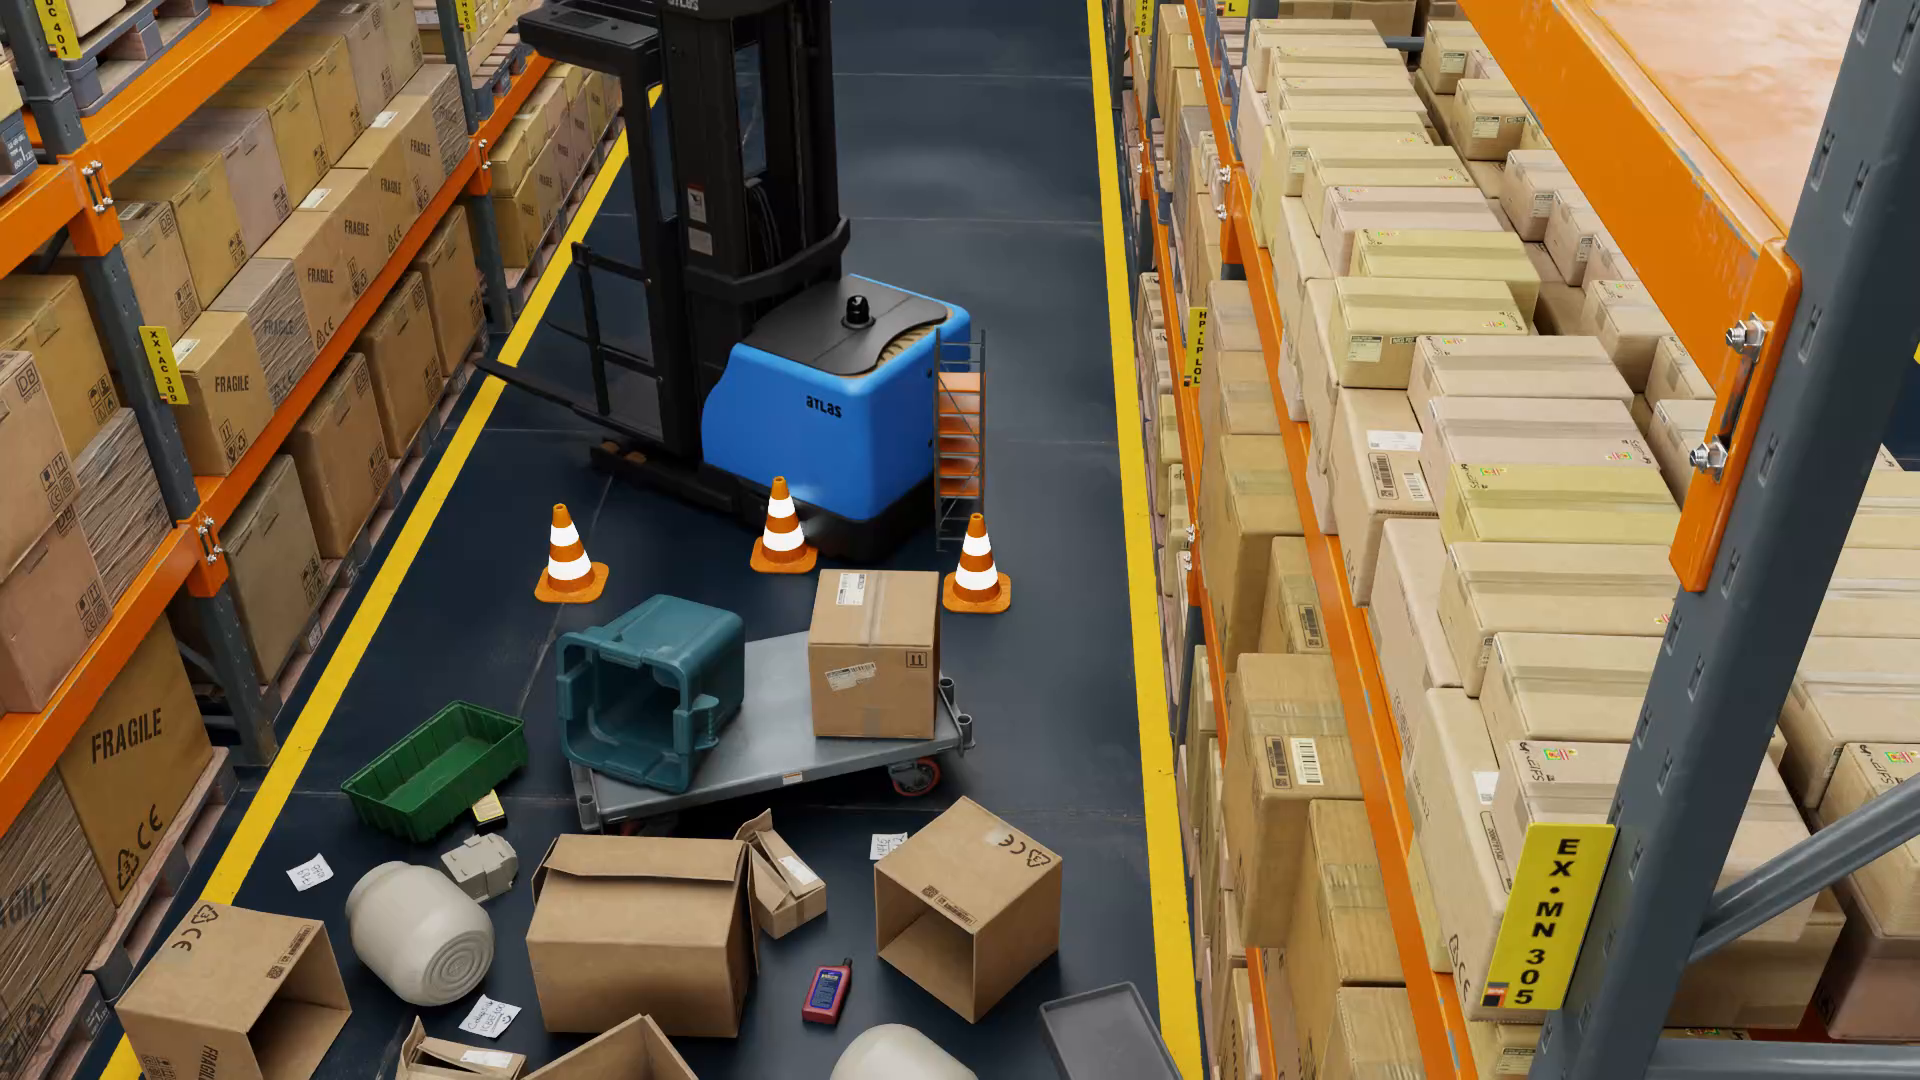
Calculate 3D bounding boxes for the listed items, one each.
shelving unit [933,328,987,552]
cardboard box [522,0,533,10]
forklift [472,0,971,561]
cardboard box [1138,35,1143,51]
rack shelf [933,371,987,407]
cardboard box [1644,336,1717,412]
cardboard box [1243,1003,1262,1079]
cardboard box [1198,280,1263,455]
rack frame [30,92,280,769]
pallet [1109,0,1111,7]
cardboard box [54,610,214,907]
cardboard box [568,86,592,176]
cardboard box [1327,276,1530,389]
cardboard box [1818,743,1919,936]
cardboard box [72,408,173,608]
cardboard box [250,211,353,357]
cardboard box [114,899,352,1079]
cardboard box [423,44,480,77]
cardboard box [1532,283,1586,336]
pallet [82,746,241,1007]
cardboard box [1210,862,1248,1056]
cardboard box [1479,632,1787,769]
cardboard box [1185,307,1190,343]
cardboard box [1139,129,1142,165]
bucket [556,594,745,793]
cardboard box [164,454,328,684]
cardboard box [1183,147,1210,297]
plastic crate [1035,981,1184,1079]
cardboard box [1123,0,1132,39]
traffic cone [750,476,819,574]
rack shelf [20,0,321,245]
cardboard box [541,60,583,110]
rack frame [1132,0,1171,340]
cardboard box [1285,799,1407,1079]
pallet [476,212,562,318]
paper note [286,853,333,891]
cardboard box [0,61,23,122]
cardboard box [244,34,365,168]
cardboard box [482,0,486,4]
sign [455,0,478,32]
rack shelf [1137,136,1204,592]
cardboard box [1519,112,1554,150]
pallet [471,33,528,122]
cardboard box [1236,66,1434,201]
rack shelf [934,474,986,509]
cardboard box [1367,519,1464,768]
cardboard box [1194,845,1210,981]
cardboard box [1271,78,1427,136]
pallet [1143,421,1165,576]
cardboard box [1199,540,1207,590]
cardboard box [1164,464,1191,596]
[{"bbox_3d":[-0.001,-0.483,8.339,0.258,1.200,0.189,1,35,2],"label":"shelving unit"},{"bbox_3d":[-3.085,-3.655,11.141,0.380,0.149,0.250,2,35,3],"label":"cardboard box"},{"bbox_3d":[-1.438,-1.744,8.629,3.031,2.935,1.130,21,40,27],"label":"forklift"},{"bbox_3d":[1.377,-3.237,10.389,0.500,0.250,0.500,0,35,1],"label":"cardboard box"},{"bbox_3d":[-0.001,-0.741,8.157,0.258,0.103,0.180,1,35,2],"label":"rack shelf"},{"bbox_3d":[1.648,-0.292,3.419,0.380,0.149,0.250,2,35,3],"label":"cardboard box"},{"bbox_3d":[1.018,1.487,4.780,0.380,0.149,0.250,3,35,4],"label":"cardboard box"},{"bbox_3d":[1.199,-0.541,5.642,0.700,0.500,0.500,1,35,1],"label":"cardboard box"},{"bbox_3d":[-3.517,-0.273,6.476,1.000,3.000,0.127,1,35,2],"label":"rack frame"},{"bbox_3d":[1.962,-5.509,16.352,1.003,0.211,1.213,1,35,2],"label":"pallet"},{"bbox_3d":[-3.612,0.784,6.454,0.875,0.875,0.875,2,35,3],"label":"cardboard box"},{"bbox_3d":[-3.019,-2.998,12.162,0.500,0.500,0.500,1,35,1],"label":"cardboard box"},{"bbox_3d":[1.019,-0.453,3.647,0.380,0.149,0.250,2,35,3],"label":"cardboard box"},{"bbox_3d":[1.491,0.431,2.390,0.380,0.149,0.250,1,35,2],"label":"cardboard box"},{"bbox_3d":[-3.519,-0.123,6.131,0.875,0.550,0.550,1,35,2],"label":"cardboard box"},{"bbox_3d":[-3.184,-1.188,7.690,0.500,0.500,0.500,1,35,2],"label":"cardboard box"},{"bbox_3d":[-2.554,1.664,5.891,0.500,0.500,0.500,7,36,10],"label":"cardboard box"},{"bbox_3d":[-3.136,-2.893,10.057,0.380,0.149,0.250,1,35,1],"label":"cardboard box"},{"bbox_3d":[1.625,-0.370,3.876,0.500,0.250,0.500,2,35,3],"label":"cardboard box"},{"bbox_3d":[-3.625,1.303,6.659,1.003,0.211,1.213,1,35,2],"label":"pallet"},{"bbox_3d":[1.108,1.368,5.515,0.500,0.500,0.500,3,35,4],"label":"cardboard box"},{"bbox_3d":[1.040,0.282,2.602,0.380,0.149,0.250,2,35,3],"label":"cardboard box"},{"bbox_3d":[1.181,-0.888,7.204,0.380,0.149,0.250,1,35,1],"label":"cardboard box"},{"bbox_3d":[1.781,-3.239,12.178,0.875,0.875,0.875,2,35,3],"label":"cardboard box"},{"bbox_3d":[-1.218,0.575,6.793,0.726,0.611,0.620,13,27,18],"label":"bucket"},{"bbox_3d":[-3.582,0.116,7.513,1.050,0.750,0.750,1,35,2],"label":"cardboard box"},{"bbox_3d":[1.268,-1.404,7.373,0.500,0.500,0.500,2,35,4],"label":"cardboard box"},{"bbox_3d":[0.551,1.860,5.979,0.402,0.080,0.583,-10,36,-14],"label":"plastic crate"},{"bbox_3d":[1.388,-3.627,11.378,0.500,0.250,0.500,1,35,1],"label":"cardboard box"},{"bbox_3d":[-0.903,-0.114,8.455,0.336,0.463,0.334,1,35,2],"label":"traffic cone"},{"bbox_3d":[-3.436,-2.355,7.455,1.077,0.370,4.000,1,35,2],"label":"rack shelf"},{"bbox_3d":[-3.014,-3.293,11.929,0.500,0.250,0.500,0,35,0],"label":"cardboard box"},{"bbox_3d":[1.594,-2.515,9.666,1.000,3.000,0.127,1,35,2],"label":"rack frame"},{"bbox_3d":[1.103,0.920,3.562,0.700,0.500,0.500,2,35,2],"label":"cardboard box"},{"bbox_3d":[-3.323,-1.880,11.187,1.003,0.211,1.213,1,35,2],"label":"pallet"},{"bbox_3d":[-2.639,1.348,6.750,0.147,0.020,0.142,-24,42,-30],"label":"paper note"},{"bbox_3d":[-3.212,-1.394,5.228,0.380,0.149,0.250,1,35,2],"label":"cardboard box"},{"bbox_3d":[-3.421,-2.178,8.230,0.700,0.500,0.500,1,35,1],"label":"cardboard box"},{"bbox_3d":[-3.121,-3.440,10.318,0.380,0.149,0.250,1,35,2],"label":"cardboard box"},{"bbox_3d":[-2.801,-3.034,9.398,0.100,0.325,0.005,1,35,2],"label":"sign"},{"bbox_3d":[1.514,-1.072,8.238,1.077,0.370,4.000,1,35,2],"label":"rack shelf"},{"bbox_3d":[1.726,-1.030,4.469,0.380,0.149,0.250,2,35,3],"label":"cardboard box"},{"bbox_3d":[-3.434,-2.905,10.387,1.213,0.211,1.003,1,35,2],"label":"pallet"},{"bbox_3d":[1.142,-1.258,5.140,0.500,0.250,0.500,1,35,1],"label":"cardboard box"},{"bbox_3d":[-0.001,-0.250,8.502,0.258,0.103,0.180,1,35,2],"label":"rack shelf"},{"bbox_3d":[1.059,0.204,3.059,0.500,0.250,0.500,1,35,1],"label":"cardboard box"},{"bbox_3d":[1.130,1.376,6.156,0.500,0.250,0.500,3,35,5],"label":"cardboard box"},{"bbox_3d":[1.094,-1.193,4.701,0.380,0.149,0.250,0,35,0],"label":"cardboard box"},{"bbox_3d":[1.510,-0.226,8.834,1.003,0.211,1.213,1,35,2],"label":"pallet"},{"bbox_3d":[1.100,0.059,6.221,0.380,0.149,0.250,1,35,2],"label":"cardboard box"},{"bbox_3d":[1.478,-0.028,8.048,0.950,0.372,0.625,3,35,5],"label":"cardboard box"}]
